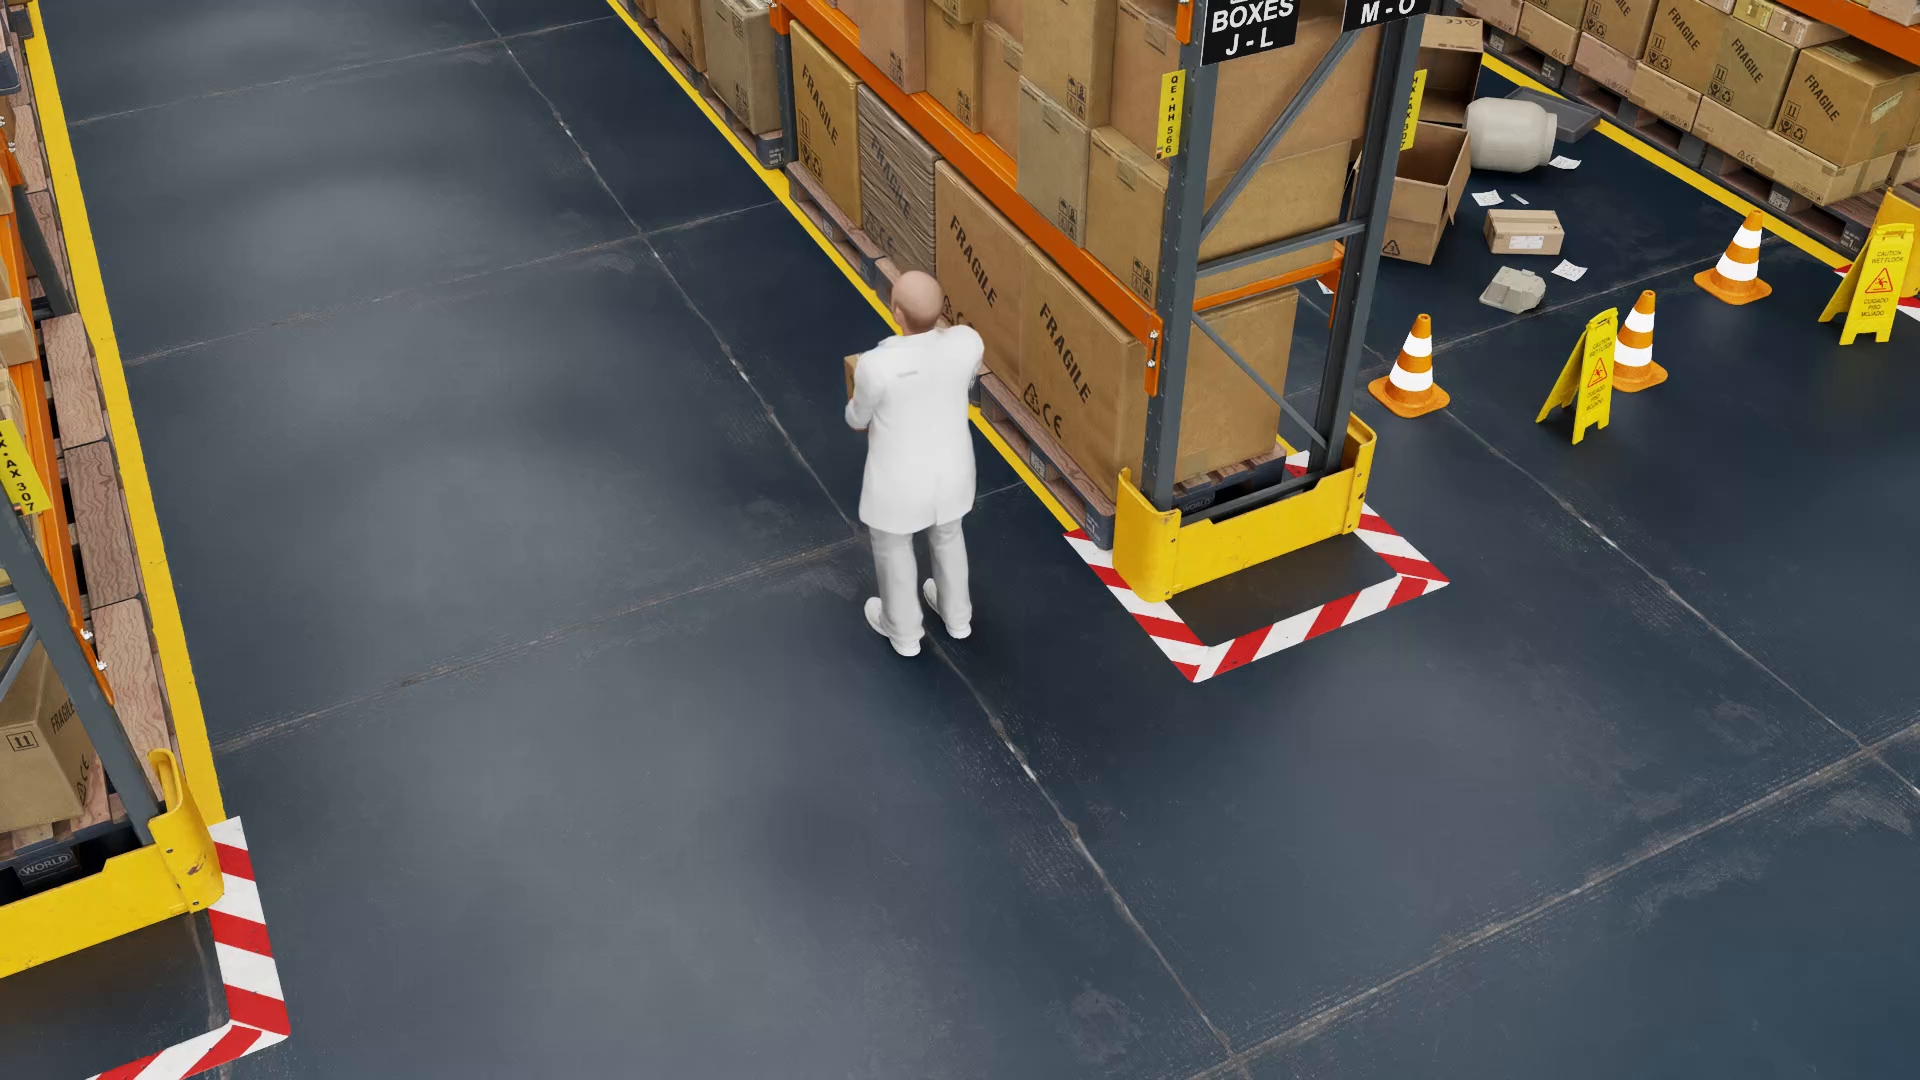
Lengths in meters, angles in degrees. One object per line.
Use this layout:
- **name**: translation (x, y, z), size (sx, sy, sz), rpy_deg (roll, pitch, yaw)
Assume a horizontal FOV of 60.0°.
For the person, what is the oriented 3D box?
- **person**: translation (-0.212, -0.359, 6.590), size (0.525, 1.777, 0.543), rpy_deg (-18, 44, -20)
